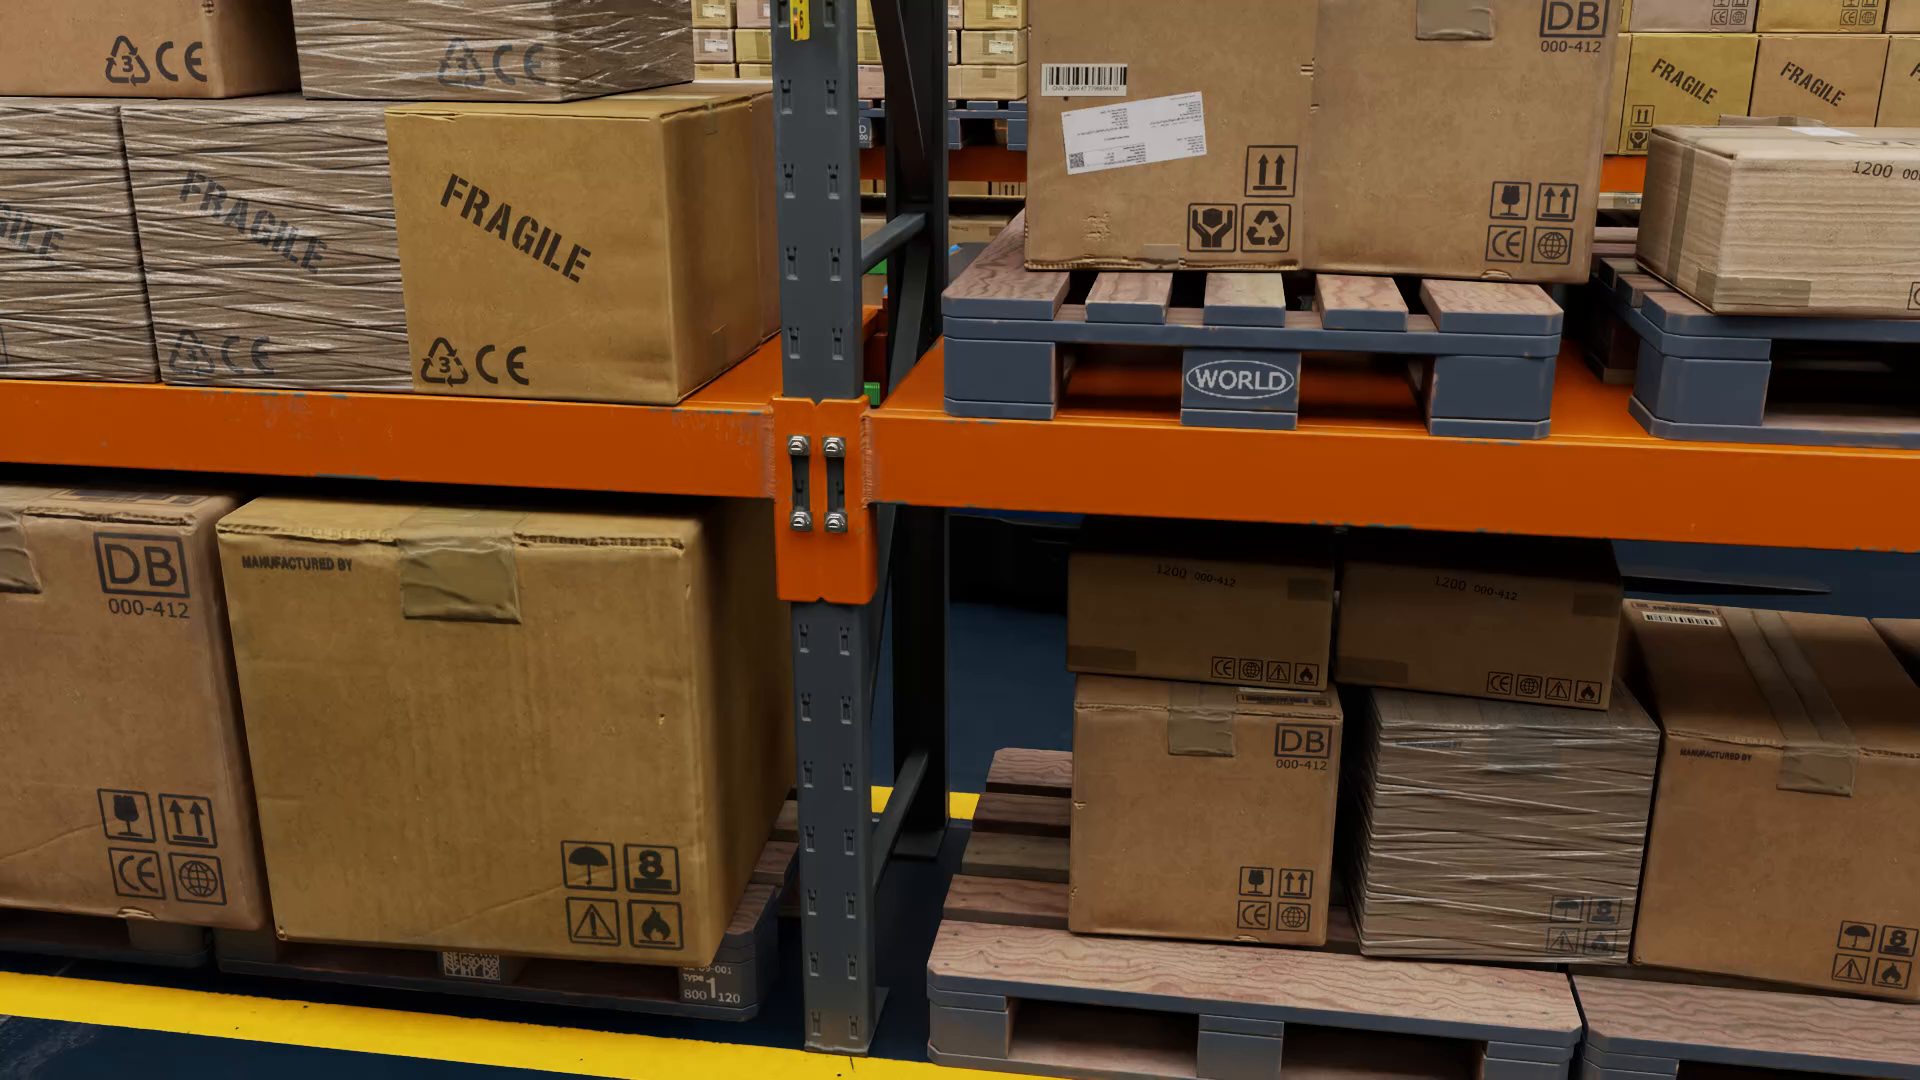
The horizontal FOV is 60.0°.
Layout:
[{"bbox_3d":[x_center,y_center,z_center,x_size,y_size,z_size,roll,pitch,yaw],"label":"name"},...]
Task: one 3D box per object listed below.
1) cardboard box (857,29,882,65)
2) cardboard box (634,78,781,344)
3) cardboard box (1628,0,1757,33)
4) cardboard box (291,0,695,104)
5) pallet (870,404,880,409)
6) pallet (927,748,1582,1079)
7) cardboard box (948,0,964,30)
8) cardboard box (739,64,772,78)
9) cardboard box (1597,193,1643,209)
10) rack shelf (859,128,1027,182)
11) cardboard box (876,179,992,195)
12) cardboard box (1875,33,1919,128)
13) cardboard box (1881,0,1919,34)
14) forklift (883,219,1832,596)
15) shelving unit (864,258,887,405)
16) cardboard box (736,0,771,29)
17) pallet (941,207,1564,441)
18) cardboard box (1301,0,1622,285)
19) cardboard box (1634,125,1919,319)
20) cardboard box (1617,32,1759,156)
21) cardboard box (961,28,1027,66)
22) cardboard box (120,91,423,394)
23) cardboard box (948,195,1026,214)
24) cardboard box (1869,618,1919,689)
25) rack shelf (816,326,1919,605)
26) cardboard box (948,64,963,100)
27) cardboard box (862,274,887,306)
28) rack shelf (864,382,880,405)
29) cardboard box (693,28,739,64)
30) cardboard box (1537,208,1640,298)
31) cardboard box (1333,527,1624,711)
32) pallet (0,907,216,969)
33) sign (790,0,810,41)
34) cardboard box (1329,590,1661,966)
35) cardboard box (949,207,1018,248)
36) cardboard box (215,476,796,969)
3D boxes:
[{"bbox_3d":[-0.363,-2.243,7.543,0.250,0.149,0.380,3,19,10],"label":"cardboard box"},{"bbox_3d":[-0.602,-0.722,3.577,0.500,0.500,0.500,3,19,10],"label":"cardboard box"},{"bbox_3d":[3.172,-2.508,7.339,0.500,0.500,0.700,3,19,9],"label":"cardboard box"},{"bbox_3d":[-0.885,-1.130,3.215,0.637,0.503,0.797,4,19,11],"label":"cardboard box"},{"bbox_3d":[-0.050,-0.831,8.455,1.213,0.211,1.003,3,19,9],"label":"pallet"},{"bbox_3d":[0.606,0.797,3.588,1.213,0.211,1.003,3,19,9],"label":"pallet"},{"bbox_3d":[-0.083,-2.370,7.457,0.250,0.149,0.380,3,19,8],"label":"cardboard box"},{"bbox_3d":[-0.849,-2.127,7.668,0.250,0.149,0.380,2,19,6],"label":"cardboard box"},{"bbox_3d":[4.837,-2.447,12.369,0.625,0.372,0.950,3,19,9],"label":"cardboard box"},{"bbox_3d":[-1.254,-1.873,8.309,4.000,0.370,1.077,3,19,9],"label":"rack shelf"},{"bbox_3d":[-0.142,-2.968,13.134,0.875,0.875,0.875,3,19,9],"label":"cardboard box"},{"bbox_3d":[4.113,-1.903,7.104,0.500,0.500,0.500,3,19,8],"label":"cardboard box"},{"bbox_3d":[4.179,-2.457,7.187,0.500,0.500,0.700,3,19,8],"label":"cardboard box"},{"bbox_3d":[1.305,-1.242,5.396,3.031,2.935,1.130,5,19,14],"label":"forklift"},{"bbox_3d":[-0.380,-0.601,6.209,0.503,1.200,0.258,5,19,14],"label":"shelving unit"},{"bbox_3d":[-0.843,-2.410,7.575,0.250,0.149,0.380,3,19,9],"label":"cardboard box"},{"bbox_3d":[0.555,-0.472,3.288,1.003,0.211,1.213,3,19,9],"label":"pallet"},{"bbox_3d":[0.941,-0.800,3.148,0.500,0.500,0.700,6,19,17],"label":"cardboard box"},{"bbox_3d":[1.453,-0.537,2.755,0.500,0.250,0.500,2,19,7],"label":"cardboard box"},{"bbox_3d":[3.115,-1.953,7.256,0.500,0.500,0.500,3,19,9],"label":"cardboard box"},{"bbox_3d":[0.161,-2.217,7.468,0.250,0.149,0.380,3,19,10],"label":"cardboard box"},{"bbox_3d":[-1.183,-0.587,3.172,0.500,0.500,0.500,3,19,8],"label":"cardboard box"},{"bbox_3d":[0.079,-1.594,8.435,0.500,0.250,0.500,2,19,6],"label":"cardboard box"},{"bbox_3d":[2.161,0.517,3.276,0.500,0.500,0.700,1,19,4],"label":"cardboard box"},{"bbox_3d":[1.809,-0.123,3.078,4.000,0.370,1.077,3,19,9],"label":"rack shelf"},{"bbox_3d":[-0.084,-2.088,7.550,0.250,0.149,0.380,3,19,9],"label":"cardboard box"},{"bbox_3d":[-0.482,-1.106,8.160,0.500,0.500,0.500,4,19,11],"label":"cardboard box"},{"bbox_3d":[-0.380,-0.541,6.229,0.480,0.148,0.258,5,19,14],"label":"rack shelf"},{"bbox_3d":[-1.113,-2.281,7.660,0.250,0.149,0.380,3,19,10],"label":"cardboard box"},{"bbox_3d":[3.091,-1.098,7.740,0.750,0.750,1.050,3,19,9],"label":"cardboard box"},{"bbox_3d":[1.026,0.104,3.330,0.500,0.250,0.500,5,19,15],"label":"cardboard box"},{"bbox_3d":[-2.133,0.632,4.082,1.213,0.211,1.003,3,19,9],"label":"pallet"},{"bbox_3d":[-0.250,-0.940,2.561,0.005,0.325,0.100,3,19,9],"label":"sign"},{"bbox_3d":[1.049,0.463,3.438,0.500,0.500,0.700,1,19,4],"label":"cardboard box"},{"bbox_3d":[0.004,-1.436,7.962,0.500,0.250,0.500,2,19,7],"label":"cardboard box"},{"bbox_3d":[-0.844,0.202,3.659,0.875,0.875,1.225,2,19,6],"label":"cardboard box"}]
